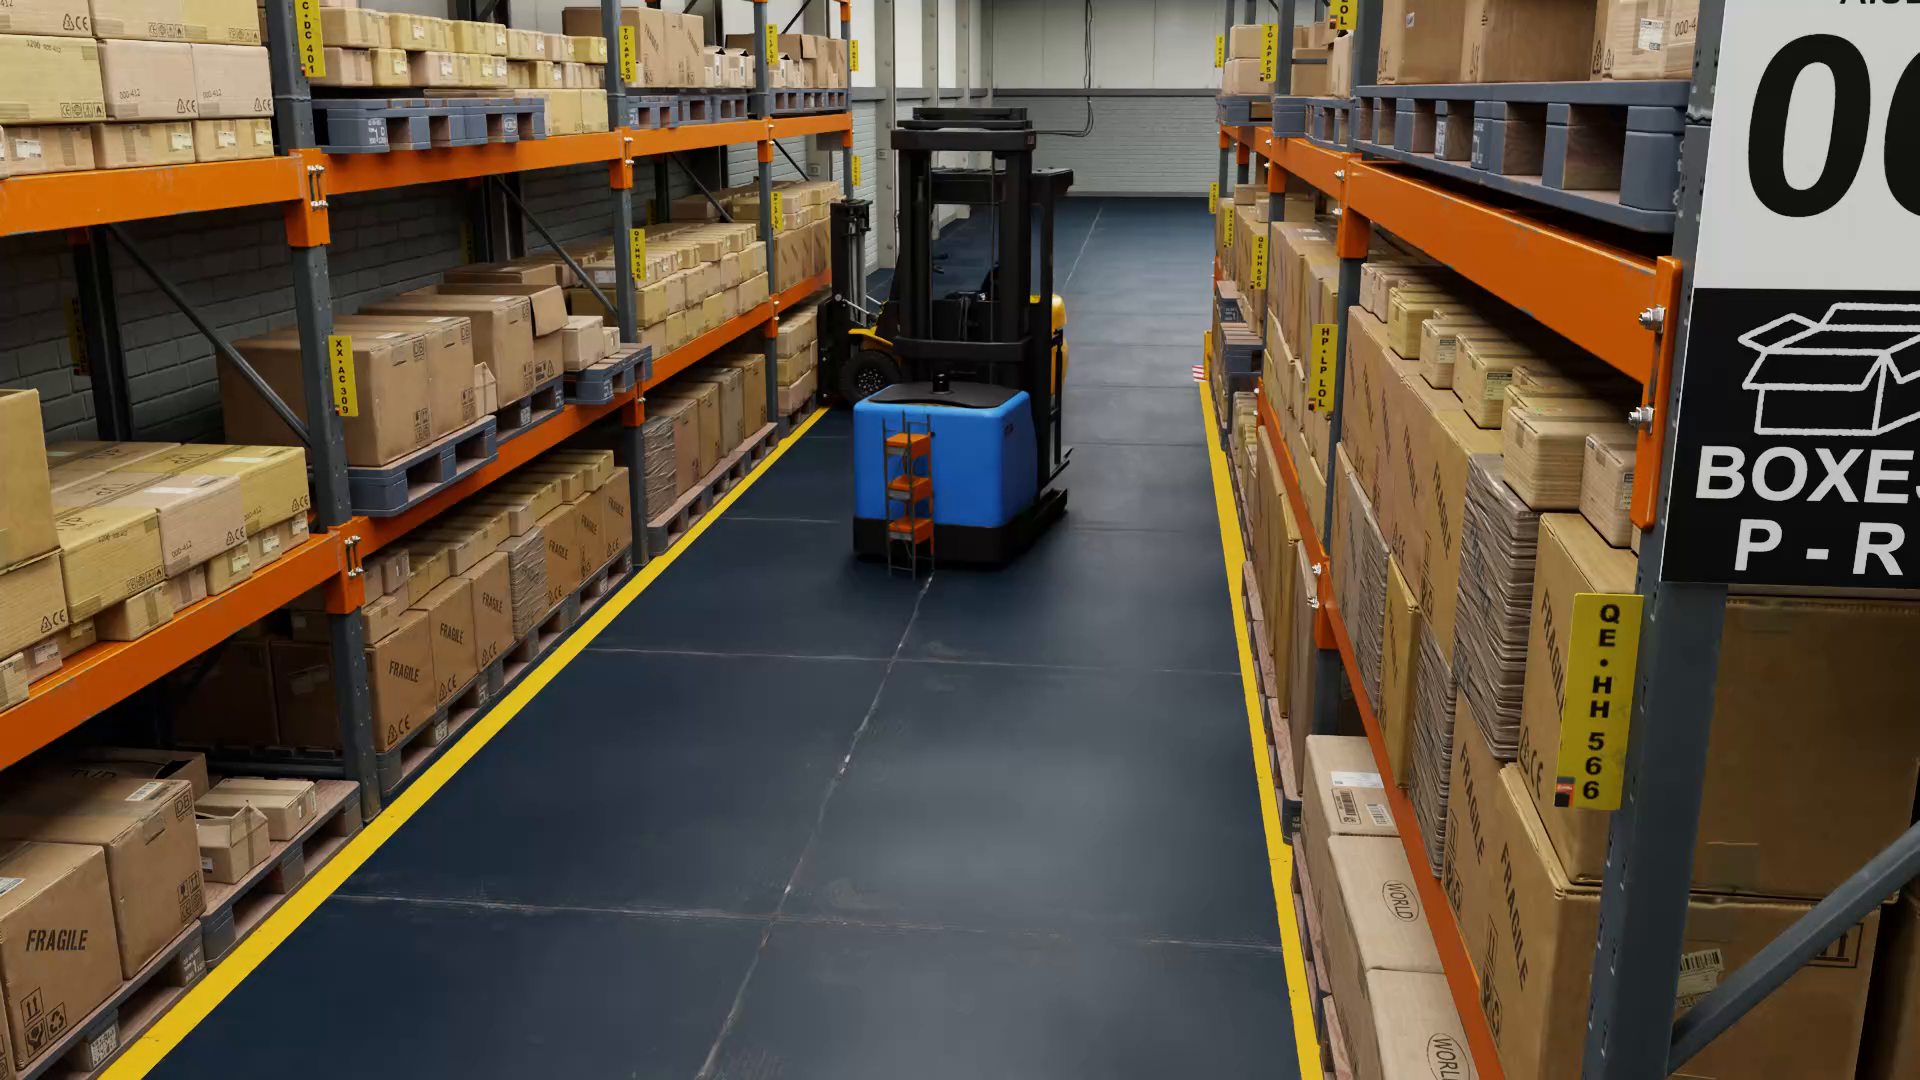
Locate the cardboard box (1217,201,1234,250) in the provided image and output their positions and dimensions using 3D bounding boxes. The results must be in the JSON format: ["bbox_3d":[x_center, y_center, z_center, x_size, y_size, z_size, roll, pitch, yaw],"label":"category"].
[{"bbox_3d":[2.874,-3.166,16.862,0.500,0.500,0.500,2,15,8],"label":"cardboard box"}]

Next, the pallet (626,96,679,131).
[{"bbox_3d":[-2.589,-2.829,10.992,1.213,0.211,1.003,2,15,9],"label":"pallet"}]

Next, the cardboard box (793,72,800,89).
[{"bbox_3d":[-1.686,-4.215,15.243,0.380,0.149,0.250,2,15,8],"label":"cardboard box"}]

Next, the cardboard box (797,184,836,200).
[{"bbox_3d":[-1.504,-3.641,17.375,0.380,0.149,0.250,2,15,8],"label":"cardboard box"}]

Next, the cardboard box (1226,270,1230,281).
[{"bbox_3d":[2.652,-2.420,15.347,0.380,0.149,0.250,1,15,5],"label":"cardboard box"}]

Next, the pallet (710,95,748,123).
[{"bbox_3d":[-2.212,-3.457,13.321,0.805,0.209,1.217,1,15,4],"label":"pallet"}]

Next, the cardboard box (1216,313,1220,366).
[{"bbox_3d":[2.771,-1.988,16.292,0.500,0.500,0.500,2,15,7],"label":"cardboard box"}]

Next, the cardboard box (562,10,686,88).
[{"bbox_3d":[-2.295,-3.355,11.389,0.700,0.500,0.500,1,15,5],"label":"cardboard box"}]

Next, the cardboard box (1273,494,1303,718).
[{"bbox_3d":[1.989,0.315,8.018,0.875,0.875,0.875,2,15,8],"label":"cardboard box"}]

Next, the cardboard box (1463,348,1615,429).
[{"bbox_3d":[1.384,-0.349,3.856,0.380,0.149,0.250,2,15,8],"label":"cardboard box"}]

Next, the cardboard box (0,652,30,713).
[{"bbox_3d":[-2.965,0.424,4.828,0.380,0.149,0.250,2,15,8],"label":"cardboard box"}]

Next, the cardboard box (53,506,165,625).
[{"bbox_3d":[-2.954,0.071,5.369,0.500,0.250,0.500,2,15,6],"label":"cardboard box"}]

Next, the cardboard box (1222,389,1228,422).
[{"bbox_3d":[2.607,-1.222,14.899,0.500,0.250,0.500,2,15,9],"label":"cardboard box"}]

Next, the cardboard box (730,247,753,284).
[{"bbox_3d":[-1.977,-2.231,13.497,0.500,0.250,0.500,1,15,5],"label":"cardboard box"}]

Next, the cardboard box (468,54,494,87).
[{"bbox_3d":[-2.448,-2.230,7.901,0.380,0.149,0.250,2,15,8],"label":"cardboard box"}]

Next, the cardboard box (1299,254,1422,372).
[{"bbox_3d":[1.833,-1.030,7.618,0.500,0.500,0.500,2,15,8],"label":"cardboard box"}]

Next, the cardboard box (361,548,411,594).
[{"bbox_3d":[-2.741,0.137,7.579,0.380,0.149,0.250,1,15,4],"label":"cardboard box"}]

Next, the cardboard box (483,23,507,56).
[{"bbox_3d":[-2.443,-2.443,8.119,0.380,0.149,0.250,2,15,7],"label":"cardboard box"}]

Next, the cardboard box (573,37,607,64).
[{"bbox_3d":[-2.321,-2.907,9.874,0.380,0.149,0.250,2,15,8],"label":"cardboard box"}]

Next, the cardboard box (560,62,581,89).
[{"bbox_3d":[-2.426,-2.696,9.662,0.380,0.149,0.250,1,15,5],"label":"cardboard box"}]

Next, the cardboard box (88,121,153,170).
[{"bbox_3d":[-2.877,-1.284,5.400,0.380,0.149,0.250,2,15,6],"label":"cardboard box"}]

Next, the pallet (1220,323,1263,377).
[{"bbox_3d":[2.331,-1.243,10.882,1.213,0.211,1.003,2,15,6],"label":"pallet"}]

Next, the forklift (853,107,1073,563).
[{"bbox_3d":[0.179,-1.607,11.989,1.130,2.935,3.031,4,16,15],"label":"forklift"}]

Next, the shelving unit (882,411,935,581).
[{"bbox_3d":[-0.328,-0.283,10.674,0.215,1.050,0.252,8,20,28],"label":"shelving unit"}]

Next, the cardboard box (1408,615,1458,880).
[{"bbox_3d":[1.365,0.482,3.941,0.500,0.500,0.500,2,15,8],"label":"cardboard box"}]

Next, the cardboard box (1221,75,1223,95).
[{"bbox_3d":[2.937,-4.620,16.971,0.500,0.250,0.500,1,15,5],"label":"cardboard box"}]

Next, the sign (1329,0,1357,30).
[{"bbox_3d":[1.364,-1.974,5.874,0.100,0.325,0.005,2,15,6],"label":"sign"}]

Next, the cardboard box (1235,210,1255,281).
[{"bbox_3d":[2.344,-2.209,12.520,0.500,0.500,0.500,2,15,6],"label":"cardboard box"}]

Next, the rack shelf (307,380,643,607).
[{"bbox_3d":[-2.802,-0.427,8.874,1.077,0.370,4.000,2,15,6],"label":"rack shelf"}]

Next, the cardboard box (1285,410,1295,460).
[{"bbox_3d":[1.893,-0.559,8.268,0.500,0.250,0.500,2,15,6],"label":"cardboard box"}]

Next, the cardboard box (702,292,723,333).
[{"bbox_3d":[-2.110,-1.727,12.591,0.500,0.250,0.500,2,15,8],"label":"cardboard box"}]

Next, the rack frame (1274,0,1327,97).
[{"bbox_3d":[2.356,-4.044,9.378,1.000,3.000,0.127,2,15,6],"label":"rack frame"}]

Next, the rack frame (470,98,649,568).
[{"bbox_3d":[-2.576,-1.293,10.699,1.000,3.000,0.127,2,15,6],"label":"rack frame"}]

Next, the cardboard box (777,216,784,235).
[{"bbox_3d":[-1.800,-2.834,14.963,0.380,0.149,0.250,2,15,8],"label":"cardboard box"}]

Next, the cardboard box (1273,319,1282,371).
[{"bbox_3d":[1.994,-1.059,9.161,0.500,0.250,0.500,2,15,8],"label":"cardboard box"}]

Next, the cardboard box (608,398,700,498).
[{"bbox_3d":[-2.426,-0.681,12.178,0.875,0.625,0.625,2,15,8],"label":"cardboard box"}]

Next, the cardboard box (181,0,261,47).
[{"bbox_3d":[-2.845,-1.878,5.876,0.500,0.250,0.500,2,15,6],"label":"cardboard box"}]

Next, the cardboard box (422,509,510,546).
[{"bbox_3d":[-2.636,-0.062,8.885,0.380,0.149,0.250,2,15,6],"label":"cardboard box"}]

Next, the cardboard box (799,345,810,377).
[{"bbox_3d":[-1.709,-1.695,15.688,0.500,0.250,0.500,2,15,6],"label":"cardboard box"}]

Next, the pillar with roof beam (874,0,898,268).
[{"bbox_3d":[2.984,-9.096,28.060,9.100,9.000,0.400,2,15,6],"label":"pillar with roof beam"}]

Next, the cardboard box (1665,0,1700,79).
[{"bbox_3d":[1.415,-0.819,2.490,0.500,0.250,0.500,0,15,1],"label":"cardboard box"}]

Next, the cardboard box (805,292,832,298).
[{"bbox_3d":[-1.467,-2.465,17.579,0.500,0.250,0.500,2,15,7],"label":"cardboard box"}]

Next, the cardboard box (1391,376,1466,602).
[{"bbox_3d":[1.419,-0.131,4.294,0.500,0.500,0.500,2,15,6],"label":"cardboard box"}]

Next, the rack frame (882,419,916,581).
[{"bbox_3d":[-0.387,-0.249,10.573,0.200,1.050,0.008,8,20,28],"label":"rack frame"}]

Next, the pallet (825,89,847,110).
[{"bbox_3d":[-1.779,-4.591,17.317,1.003,0.211,1.213,2,15,6],"label":"pallet"}]

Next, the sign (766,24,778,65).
[{"bbox_3d":[-1.585,-4.167,13.985,0.100,0.325,0.005,2,15,6],"label":"sign"}]

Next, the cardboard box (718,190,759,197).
[{"bbox_3d":[-2.153,-3.323,16.202,0.380,0.149,0.250,2,15,8],"label":"cardboard box"}]

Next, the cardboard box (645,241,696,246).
[{"bbox_3d":[-2.179,-2.134,12.374,0.380,0.149,0.250,2,15,6],"label":"cardboard box"}]

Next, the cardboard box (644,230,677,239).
[{"bbox_3d":[-2.497,-2.408,13.385,0.380,0.149,0.250,2,15,6],"label":"cardboard box"}]

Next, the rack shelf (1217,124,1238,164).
[{"bbox_3d":[3.033,-3.805,15.619,1.077,0.370,4.000,2,15,6],"label":"rack shelf"}]

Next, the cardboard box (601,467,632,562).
[{"bbox_3d":[-2.410,-0.173,10.541,0.500,0.500,0.500,2,15,8],"label":"cardboard box"}]

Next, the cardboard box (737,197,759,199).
[{"bbox_3d":[-1.835,-3.047,15.178,0.380,0.149,0.250,1,15,5],"label":"cardboard box"}]

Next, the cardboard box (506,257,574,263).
[{"bbox_3d":[-2.822,-1.816,11.198,0.380,0.149,0.250,2,15,8],"label":"cardboard box"}]

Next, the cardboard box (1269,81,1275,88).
[{"bbox_3d":[2.500,-3.042,11.223,0.797,0.503,0.637,2,15,6],"label":"cardboard box"}]
